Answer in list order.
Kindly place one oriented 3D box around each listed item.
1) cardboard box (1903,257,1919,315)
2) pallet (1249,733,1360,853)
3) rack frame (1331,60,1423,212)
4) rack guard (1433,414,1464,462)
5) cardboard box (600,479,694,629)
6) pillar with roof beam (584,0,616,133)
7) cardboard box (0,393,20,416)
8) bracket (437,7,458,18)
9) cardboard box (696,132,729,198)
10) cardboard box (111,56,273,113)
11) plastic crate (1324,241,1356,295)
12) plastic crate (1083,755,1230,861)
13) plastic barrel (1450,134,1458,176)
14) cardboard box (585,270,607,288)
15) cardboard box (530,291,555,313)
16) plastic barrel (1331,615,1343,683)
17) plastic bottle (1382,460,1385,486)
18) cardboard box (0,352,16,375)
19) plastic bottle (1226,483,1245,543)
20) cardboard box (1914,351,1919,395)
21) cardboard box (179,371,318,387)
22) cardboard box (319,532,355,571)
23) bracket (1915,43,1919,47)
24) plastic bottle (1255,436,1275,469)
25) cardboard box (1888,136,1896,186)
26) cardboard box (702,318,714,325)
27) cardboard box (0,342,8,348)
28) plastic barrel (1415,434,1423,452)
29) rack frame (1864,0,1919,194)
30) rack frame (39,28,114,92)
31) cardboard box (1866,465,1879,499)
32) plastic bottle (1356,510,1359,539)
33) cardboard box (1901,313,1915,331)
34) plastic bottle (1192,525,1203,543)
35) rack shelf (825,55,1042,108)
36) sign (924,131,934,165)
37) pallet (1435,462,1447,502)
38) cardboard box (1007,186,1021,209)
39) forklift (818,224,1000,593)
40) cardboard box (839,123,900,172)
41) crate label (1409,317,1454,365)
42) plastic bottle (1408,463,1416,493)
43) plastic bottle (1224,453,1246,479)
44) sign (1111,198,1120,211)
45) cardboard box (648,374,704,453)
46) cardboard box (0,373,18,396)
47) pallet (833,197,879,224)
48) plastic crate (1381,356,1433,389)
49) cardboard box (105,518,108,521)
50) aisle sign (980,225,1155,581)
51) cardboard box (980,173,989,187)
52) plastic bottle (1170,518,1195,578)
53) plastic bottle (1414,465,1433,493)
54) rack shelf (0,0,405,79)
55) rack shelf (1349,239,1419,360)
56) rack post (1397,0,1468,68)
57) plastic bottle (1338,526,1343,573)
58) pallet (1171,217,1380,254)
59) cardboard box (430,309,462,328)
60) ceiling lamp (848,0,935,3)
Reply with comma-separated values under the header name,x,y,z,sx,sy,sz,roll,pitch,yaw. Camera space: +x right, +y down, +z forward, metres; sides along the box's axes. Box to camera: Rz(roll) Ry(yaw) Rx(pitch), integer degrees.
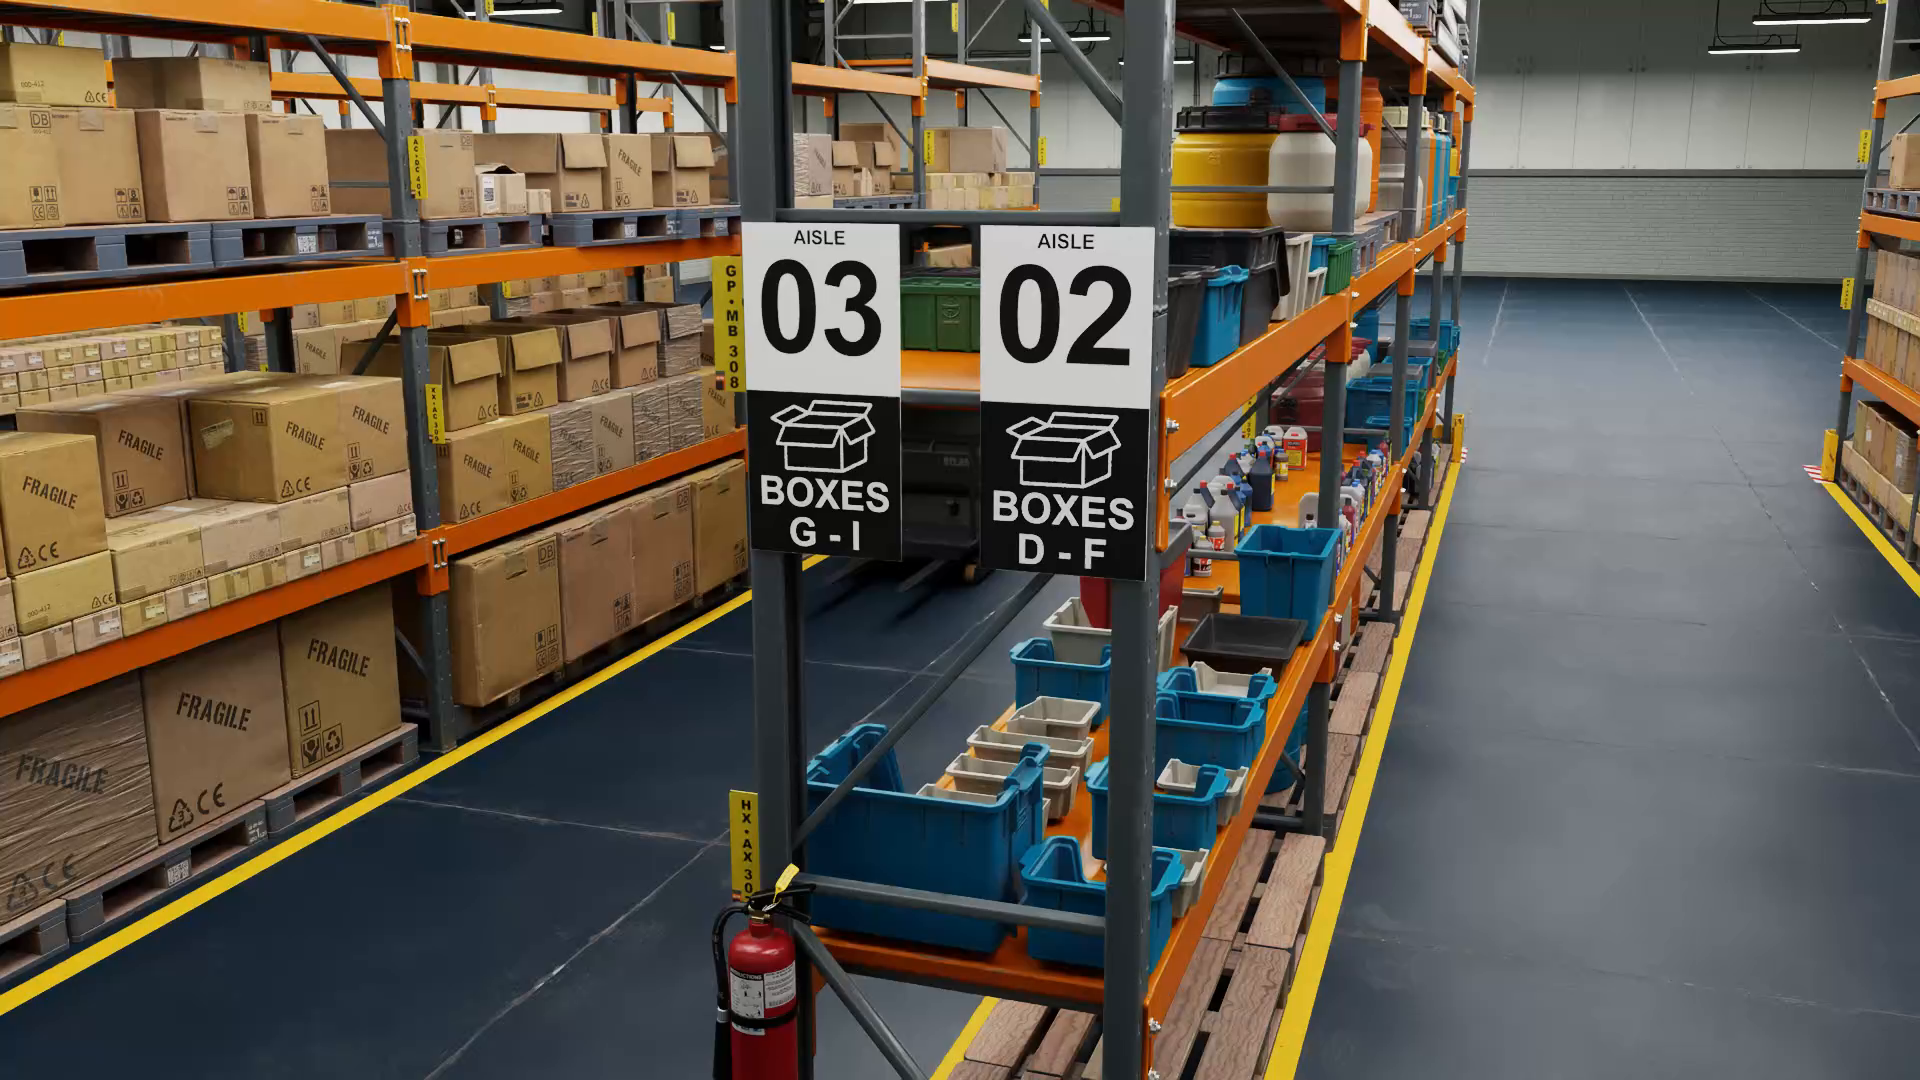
name,x,y,z,sx,sy,sz,roll,pitch,yaw
cardboard box,9.169,-2.335,15.337,0.700,0.500,0.500,4,14,18
pallet,1.559,1.284,8.888,1.003,0.211,1.213,4,14,18
rack frame,2.564,-3.683,10.901,1.000,3.000,0.127,4,14,18
rack guard,5.172,-1.205,19.142,1.175,0.500,0.348,4,14,18
cardboard box,-2.661,0.047,11.871,1.225,0.875,0.875,4,14,19
pillar with roof beam,-4.790,-10.192,39.421,9.100,9.000,0.548,4,14,18
cardboard box,-7.182,-1.001,12.252,0.380,0.149,0.250,4,13,16
bracket,-10.603,-10.881,34.348,0.235,0.232,0.430,4,14,18
cardboard box,-1.727,-2.950,13.083,0.500,0.500,0.500,4,14,19
cardboard box,-3.727,-2.205,8.089,0.500,0.250,0.500,3,13,15
plastic crate,1.419,-1.164,7.082,0.450,0.188,0.662,4,14,18
plastic crate,0.580,0.812,4.932,0.416,0.233,0.300,4,14,18
plastic barrel,4.904,-3.952,17.455,0.600,0.588,0.600,0,13,0
cardboard box,-4.800,-3.350,20.162,0.875,0.550,0.500,4,14,18
cardboard box,-5.224,-2.604,19.321,0.875,0.550,0.550,4,14,18
plastic barrel,2.056,0.555,10.292,0.600,0.588,0.708,4,14,18
plastic bottle,2.676,-0.453,10.680,0.097,0.201,0.097,0,13,0
cardboard box,-7.179,-1.292,12.193,0.380,0.149,0.250,4,14,18
plastic bottle,1.454,-0.138,8.960,0.144,0.351,0.185,4,14,18
cardboard box,8.846,-1.497,14.582,0.700,0.500,0.500,4,14,18
cardboard box,-3.814,-0.628,8.980,0.500,0.500,0.500,4,14,18
cardboard box,-3.372,0.046,8.610,0.380,0.149,0.250,4,13,17
bracket,25.199,-13.003,43.648,0.076,0.066,3.189,4,14,18
plastic bottle,1.968,-0.532,10.859,0.152,0.276,0.135,4,14,18
cardboard box,9.648,-3.750,16.446,0.797,0.503,0.637,5,14,22
cardboard box,-1.900,-1.610,14.131,0.700,0.500,0.500,7,14,27
cardboard box,-7.624,-1.453,12.897,0.380,0.149,0.250,4,14,18
plastic barrel,4.850,-1.185,18.085,0.421,0.512,0.421,0,13,0
rack frame,9.838,-5.010,16.715,1.000,3.000,0.127,4,14,18
rack frame,-10.205,-5.595,19.280,1.000,3.000,0.127,4,14,18
cardboard box,8.967,-0.537,15.834,0.500,0.250,0.500,4,14,18
plastic bottle,2.143,-0.107,9.160,0.097,0.201,0.097,0,13,0
cardboard box,8.925,-2.004,15.345,0.380,0.149,0.250,5,14,20
plastic bottle,1.204,0.025,8.586,0.097,0.201,0.097,0,13,0
rack shelf,-0.181,-4.951,18.079,1.077,0.370,4.000,4,14,18
sign,-0.302,-3.824,16.214,0.100,0.325,0.005,4,14,18
pallet,4.508,-0.637,17.305,1.003,0.211,1.213,4,14,18
cardboard box,0.391,-3.963,19.208,0.500,0.250,0.500,4,14,19
forklift,-0.289,-1.171,13.531,1.130,2.935,3.031,4,13,17
cardboard box,-0.924,-3.970,16.883,0.500,0.500,0.500,4,13,17
crate label,4.813,-2.053,17.161,0.502,0.435,0.616,4,14,18
plastic bottle,4.354,-0.604,16.008,0.061,0.283,0.133,4,14,18
plastic bottle,1.614,-0.341,9.852,0.144,0.351,0.185,4,14,18
sign,0.750,-1.423,7.719,0.100,0.325,0.005,4,14,18
cardboard box,-2.215,-0.937,12.129,0.500,0.500,0.500,4,14,18
cardboard box,-7.181,-1.149,12.233,0.380,0.149,0.250,5,14,21
pallet,-1.462,-2.987,15.015,1.213,0.211,1.003,4,14,18
plastic crate,3.796,-1.338,14.145,0.392,0.384,0.575,4,14,18
cardboard box,-4.312,0.053,7.685,0.500,0.250,0.500,4,14,19
aisle sign,0.233,-0.305,3.739,0.394,0.787,0.004,4,14,18
cardboard box,0.111,-3.974,18.359,0.380,0.149,0.250,4,13,16
plastic bottle,1.091,0.038,8.358,0.152,0.276,0.135,4,14,18
plastic bottle,4.455,-0.593,15.975,0.152,0.276,0.135,5,14,20
rack shelf,-4.064,-2.231,7.053,1.077,0.370,4.000,4,14,18
rack shelf,1.917,-1.449,9.470,1.077,0.370,4.000,4,14,18
rack post,3.302,-4.202,12.725,1.013,1.000,3.121,4,14,18
plastic bottle,1.887,0.026,8.422,0.097,0.271,0.097,0,13,0
pallet,1.795,-1.697,9.367,1.003,0.211,1.213,4,14,18
cardboard box,-5.568,-2.149,17.436,0.500,0.500,0.500,4,14,18
ceiling lamp,-0.782,-10.258,26.591,2.000,3.185,0.800,4,14,18
